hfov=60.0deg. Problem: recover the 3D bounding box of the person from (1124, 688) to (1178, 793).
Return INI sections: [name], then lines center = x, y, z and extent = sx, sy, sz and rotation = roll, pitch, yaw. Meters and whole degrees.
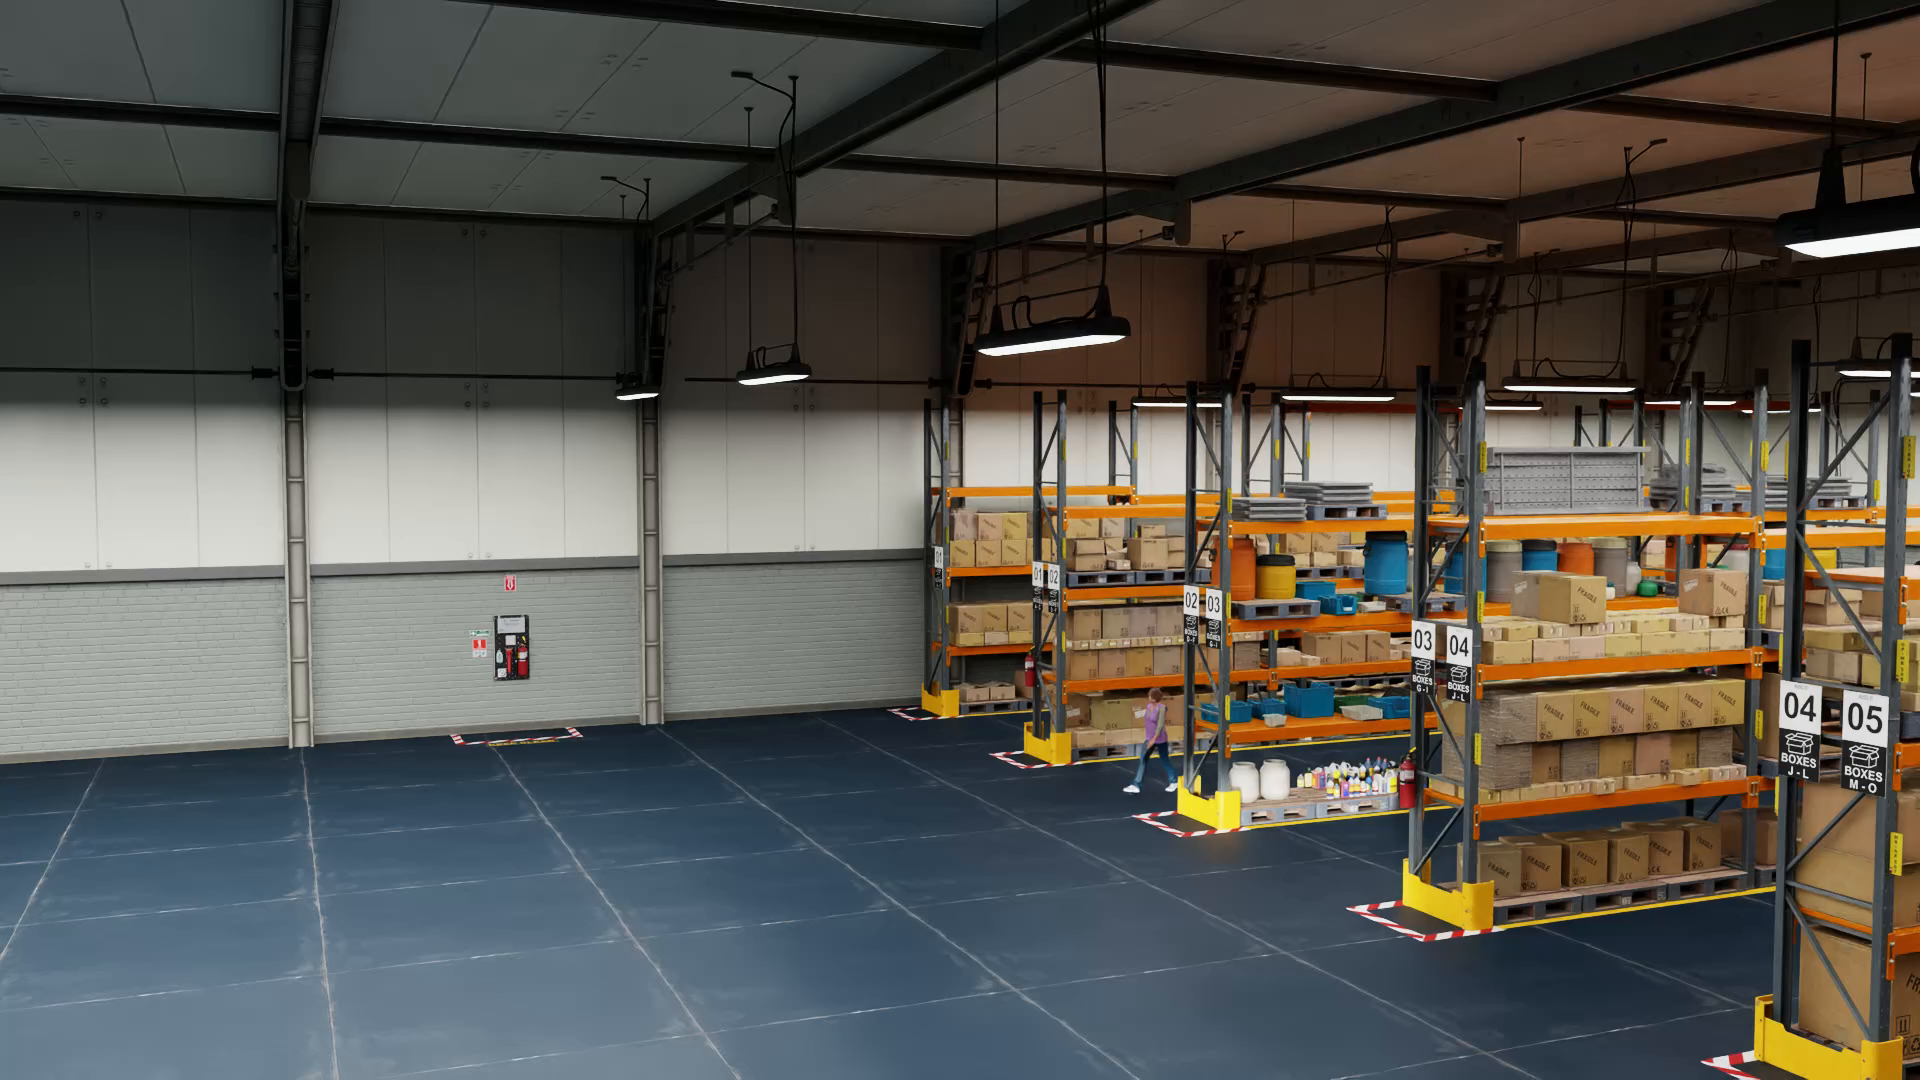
[person]
center = 2.825, 2.935, 24.355
extent = 0.951, 1.546, 0.433
rotation = -2, 4, -35
